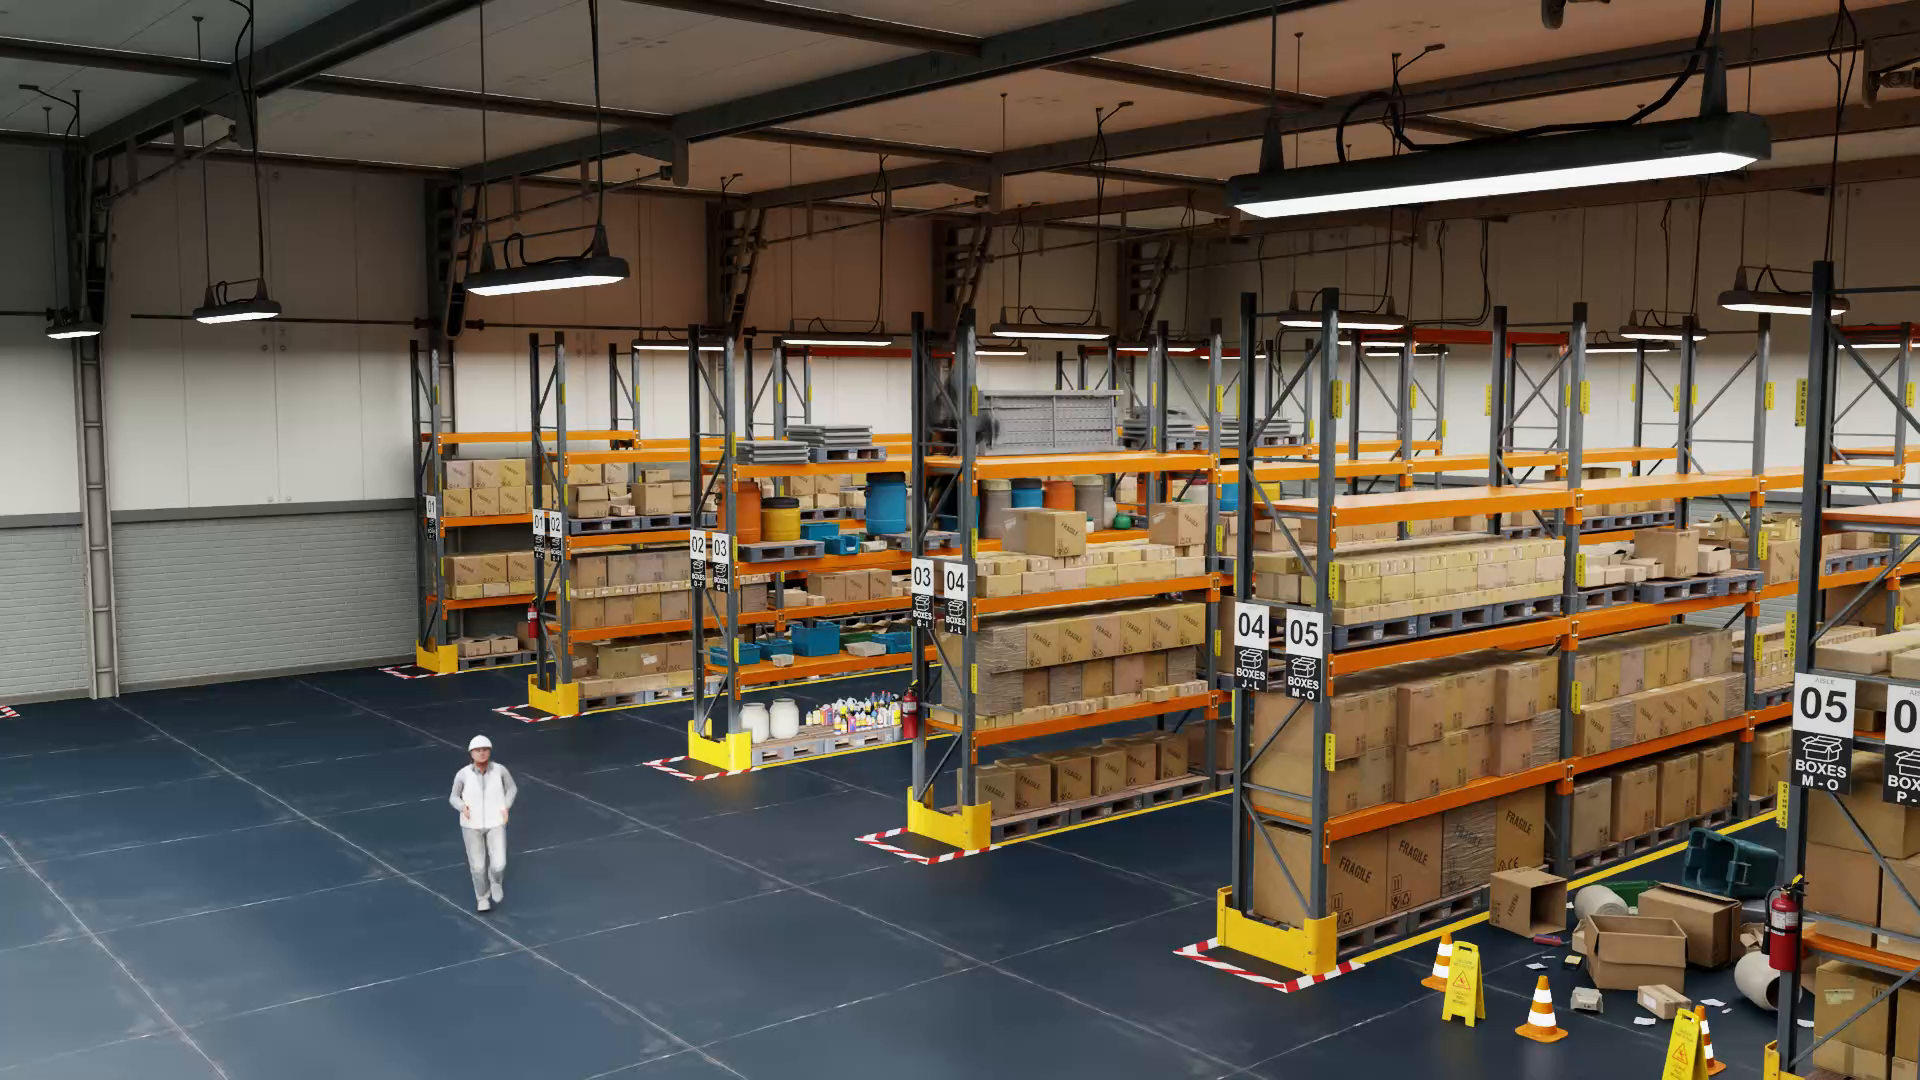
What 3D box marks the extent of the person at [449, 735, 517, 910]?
[{"bbox_3d":[-4.661,2.789,16.311,0.651,1.725,0.583,-2,6,-18],"label":"person"}]
